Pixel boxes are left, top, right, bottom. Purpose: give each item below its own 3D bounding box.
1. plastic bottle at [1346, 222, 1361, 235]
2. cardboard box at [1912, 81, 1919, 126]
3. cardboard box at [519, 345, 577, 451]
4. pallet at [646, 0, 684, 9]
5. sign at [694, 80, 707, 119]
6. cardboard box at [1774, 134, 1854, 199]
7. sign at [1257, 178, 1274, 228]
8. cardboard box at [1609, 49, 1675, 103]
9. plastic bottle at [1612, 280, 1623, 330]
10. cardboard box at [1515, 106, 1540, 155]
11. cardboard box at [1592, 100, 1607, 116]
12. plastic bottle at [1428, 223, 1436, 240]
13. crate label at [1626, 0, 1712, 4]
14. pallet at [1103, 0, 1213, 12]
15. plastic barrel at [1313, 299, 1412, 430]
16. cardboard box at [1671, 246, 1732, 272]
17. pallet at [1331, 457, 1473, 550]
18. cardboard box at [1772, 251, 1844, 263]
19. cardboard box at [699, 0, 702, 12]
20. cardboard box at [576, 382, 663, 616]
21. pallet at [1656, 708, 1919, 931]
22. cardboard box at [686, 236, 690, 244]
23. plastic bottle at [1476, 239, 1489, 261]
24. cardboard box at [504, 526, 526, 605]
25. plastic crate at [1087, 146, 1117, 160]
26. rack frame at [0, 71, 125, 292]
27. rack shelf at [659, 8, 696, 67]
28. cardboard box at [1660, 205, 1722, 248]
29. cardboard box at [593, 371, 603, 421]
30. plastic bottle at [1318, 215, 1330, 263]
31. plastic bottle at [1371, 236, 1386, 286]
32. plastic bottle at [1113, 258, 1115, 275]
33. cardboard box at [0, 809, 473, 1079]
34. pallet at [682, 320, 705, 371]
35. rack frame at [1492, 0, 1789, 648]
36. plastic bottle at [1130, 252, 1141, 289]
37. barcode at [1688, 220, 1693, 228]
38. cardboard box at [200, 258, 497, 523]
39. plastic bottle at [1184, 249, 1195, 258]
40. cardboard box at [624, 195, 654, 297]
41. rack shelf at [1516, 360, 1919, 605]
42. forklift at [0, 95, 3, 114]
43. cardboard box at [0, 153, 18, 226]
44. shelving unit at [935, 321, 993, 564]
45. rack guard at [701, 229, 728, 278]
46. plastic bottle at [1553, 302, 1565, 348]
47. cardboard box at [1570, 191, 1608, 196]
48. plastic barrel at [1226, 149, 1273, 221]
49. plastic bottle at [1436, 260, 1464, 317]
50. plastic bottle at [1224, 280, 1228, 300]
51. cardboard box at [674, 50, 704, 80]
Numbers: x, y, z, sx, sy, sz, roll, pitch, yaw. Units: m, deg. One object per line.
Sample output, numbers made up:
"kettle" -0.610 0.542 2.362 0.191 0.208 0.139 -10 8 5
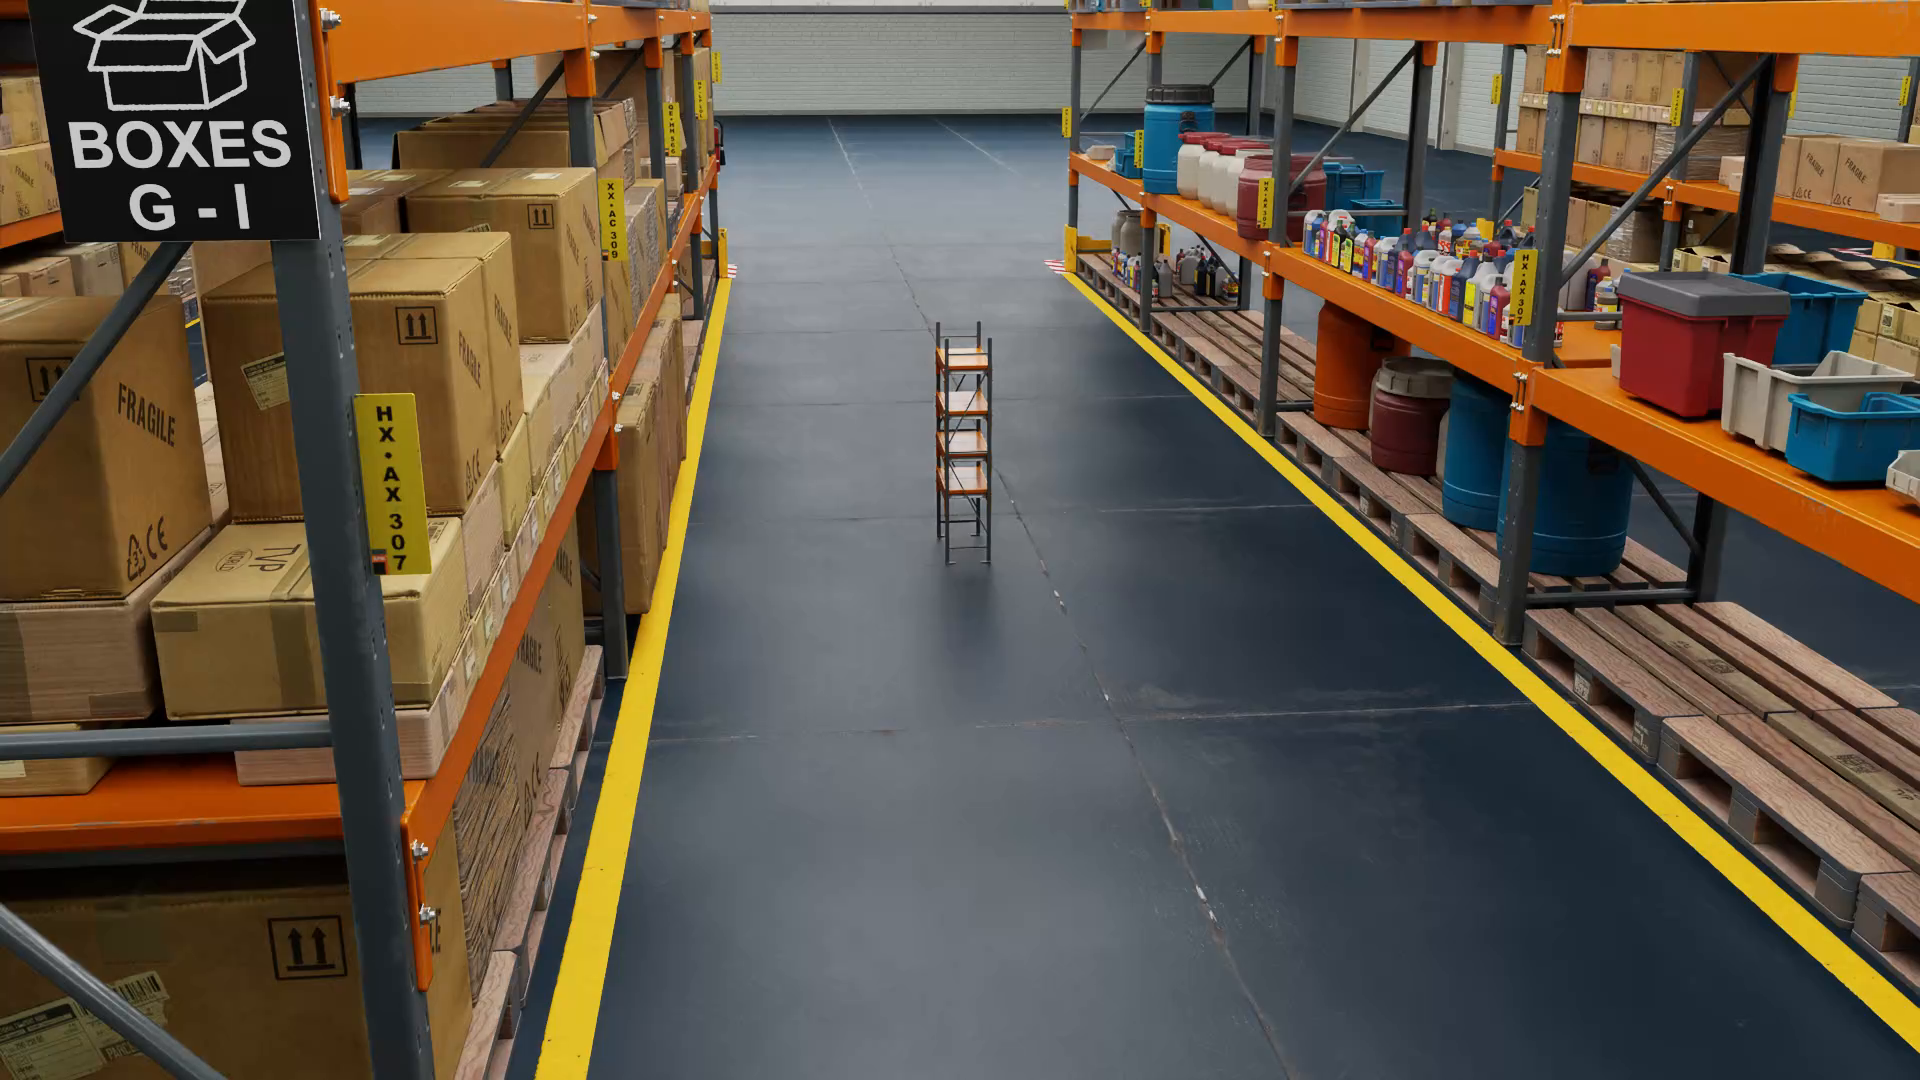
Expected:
"plastic bottle" 2.380 -1.793 10.095 0.097 0.271 0.097 0 17 0
"cardboard box" 11.343 -4.998 19.056 0.500 0.500 0.500 -2 18 -6
"cardboard box" -1.535 -0.461 5.390 0.500 0.250 0.500 -1 17 -5
"pallet" -2.244 -3.162 9.550 1.213 0.211 1.003 -1 17 -3
"sign" -2.224 -3.774 14.257 0.100 0.325 0.005 -2 18 -6
"cardboard box" 7.196 -3.170 14.099 0.500 0.500 0.500 -1 17 -2
"sign" 2.017 -2.223 10.979 0.100 0.325 0.005 -2 18 -6
"cardboard box" 6.922 -4.607 16.510 0.700 0.500 0.500 -2 18 -6
"plastic bottle" 3.270 -1.172 8.111 0.152 0.276 0.135 -2 18 -6
"cardboard box" 6.701 -4.608 18.681 0.700 0.500 0.500 -2 18 -6
"cardboard box" 6.678 -4.397 16.926 0.380 0.149 0.250 -1 17 -4
"plastic bottle" 3.024 -1.928 10.641 0.097 0.201 0.097 0 17 0
"crate label" 2.739 -2.123 6.366 0.293 0.136 0.466 -2 18 -6
"pallet" 1.980 -4.909 15.114 1.213 0.211 1.003 -2 18 -6
"plastic barrel" 2.631 -1.184 10.864 0.600 0.830 0.708 -2 18 -6
"cardboard box" 6.873 -2.533 15.192 0.500 0.311 0.500 -2 18 -5
"pallet" 2.809 -0.238 9.583 1.003 0.211 1.213 -2 18 -6
"cardboard box" 7.465 -2.398 14.760 0.500 0.311 0.500 -1 17 -4
"cardboard box" -2.730 -5.168 15.872 0.500 0.250 0.500 -2 18 -7
"cardboard box" -2.036 -0.197 7.641 1.225 0.875 0.875 -2 18 -5
"pallet" 3.220 0.940 5.831 1.003 0.211 1.213 -2 18 -6
"cardboard box" -2.999 -2.852 16.726 0.500 0.500 0.500 0 17 0
"plastic bottle" 3.108 -1.685 9.867 0.097 0.201 0.097 0 17 0
"cardboard box" -1.354 0.070 4.367 0.380 0.149 0.250 -2 18 -7
"plastic crate" 1.511 -4.146 17.815 0.298 0.136 0.250 -2 18 -6
"rack frame" -7.719 -3.080 13.981 1.000 3.000 0.127 -2 18 -6
"rack shelf" -2.569 -3.695 12.133 1.077 0.370 4.000 -2 18 -6
"cardboard box" 7.283 -3.051 16.525 0.500 0.500 0.500 -2 18 -6
"cardboard box" -1.566 -0.542 6.316 0.380 0.149 0.250 -1 17 -5
"plastic bottle" 2.275 -1.871 10.323 0.061 0.283 0.133 -2 18 -6
"plastic bottle" 2.391 -1.585 9.432 0.097 0.271 0.097 0 17 0
"plastic bottle" 1.626 -2.842 17.160 0.097 0.201 0.097 0 17 0
"cardboard box" -1.683 0.997 3.840 0.875 0.875 0.875 -2 18 -6
"pallet" -2.694 -1.641 14.052 1.003 0.211 1.213 -2 18 -6
"rack frame" 2.976 -0.973 7.268 1.000 3.000 0.127 -2 18 -6
"plastic bottle" 1.745 -2.639 16.262 0.144 0.351 0.185 -2 18 -6
"barcode" 6.691 -2.895 15.226 0.001 0.075 0.075 -2 18 -6
"cardboard box" -1.370 -0.357 3.807 0.500 0.500 0.500 -2 18 -7
"plastic bottle" 2.363 -2.849 17.057 0.152 0.276 0.135 -2 18 -5
"cardboard box" -1.963 -1.617 9.152 0.500 0.500 0.500 -2 18 -7
"rack shelf" 3.183 -0.034 5.478 1.077 0.370 4.000 -2 18 -6
"forklift" -4.307 -0.680 6.449 1.130 2.935 3.031 -2 18 -6
"cardboard box" -7.241 -2.528 12.056 0.500 0.500 0.500 -2 18 -6
"shelving unit" 0.017 -0.523 8.840 0.258 1.200 0.503 -2 18 -6
"rack guard" -3.180 -3.180 18.471 1.175 0.500 0.348 -2 18 -6
"plastic bottle" 2.736 -0.995 7.670 0.097 0.201 0.097 0 17 0
"cardboard box" 6.618 -3.482 17.898 0.500 0.500 0.500 -2 18 -6
"plastic barrel" 2.202 -2.643 12.402 0.421 0.512 0.421 0 17 0
"plastic bottle" 2.524 -1.280 8.454 0.152 0.276 0.135 -2 18 -6
"plastic bottle" 2.544 -2.370 15.655 0.097 0.201 0.097 0 17 0
"cardboard box" -2.736 -4.458 16.038 0.500 0.500 0.500 -2 18 -6
